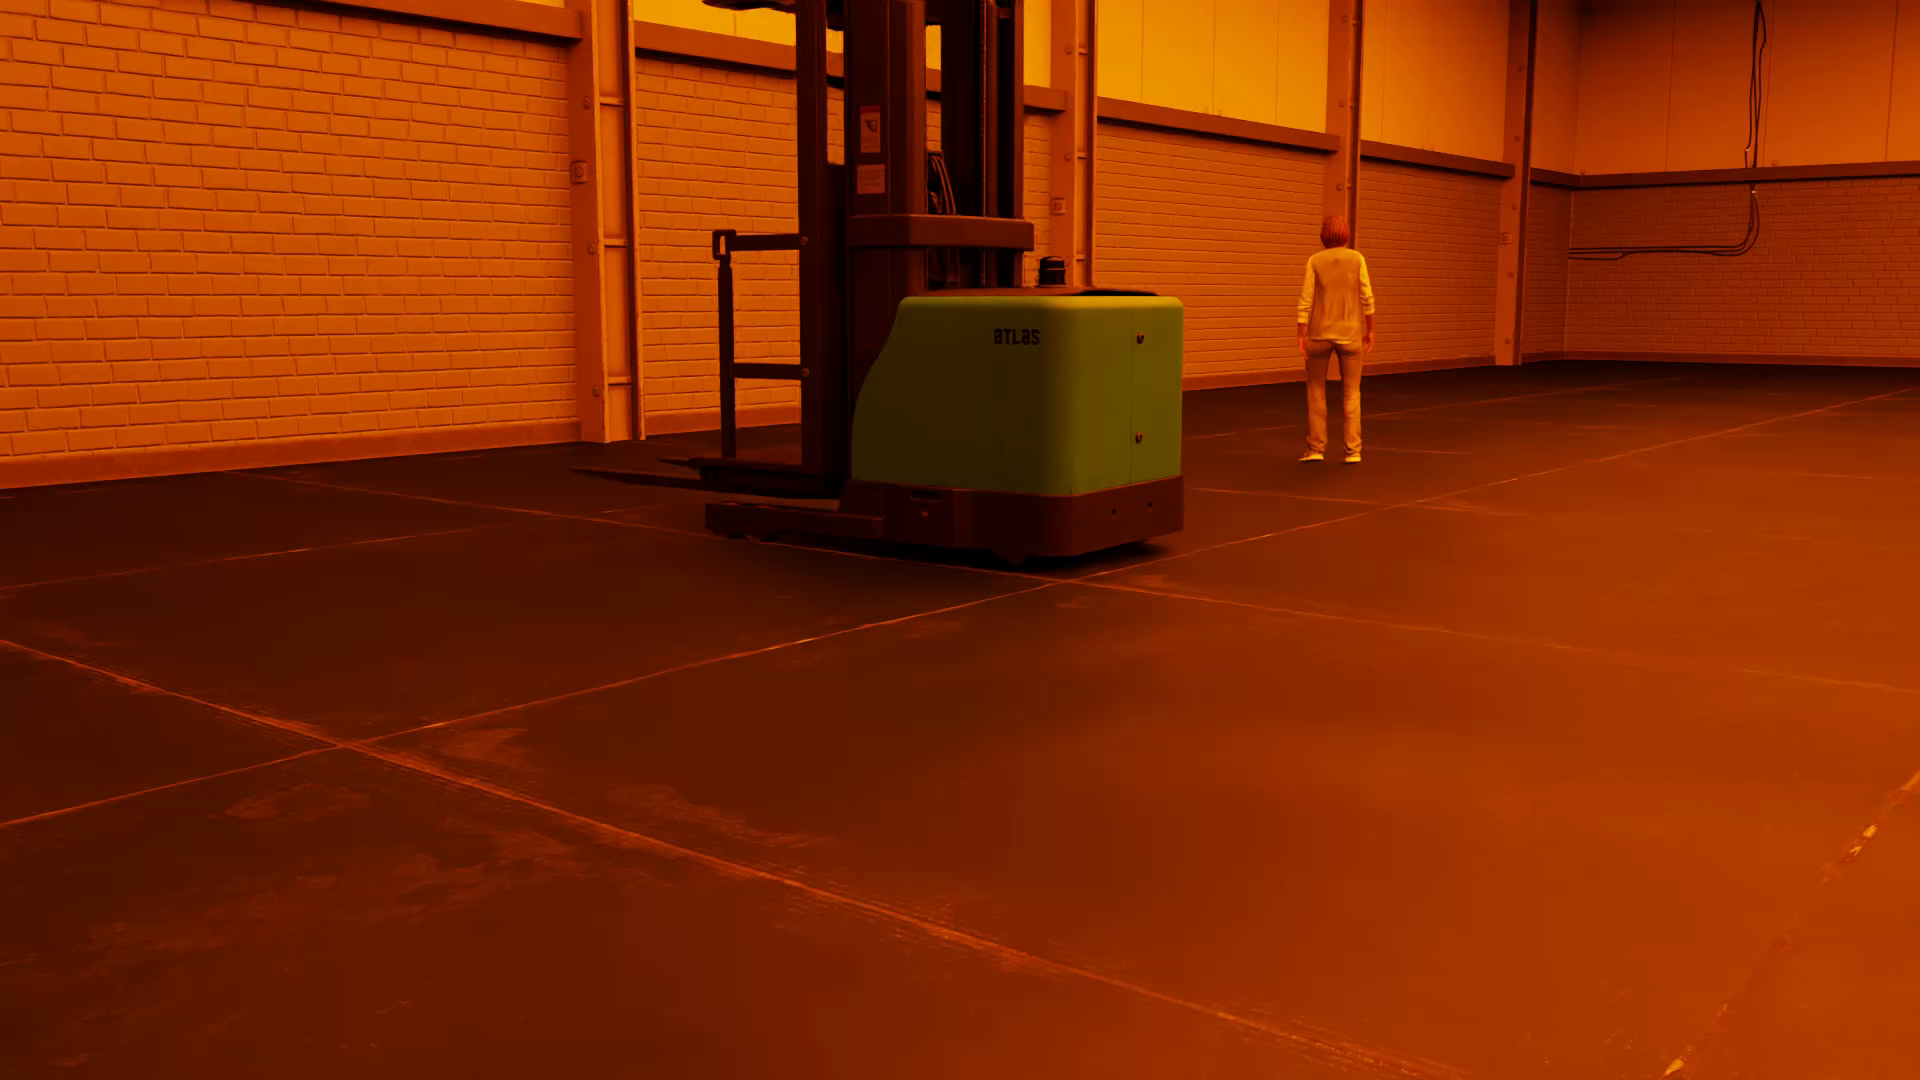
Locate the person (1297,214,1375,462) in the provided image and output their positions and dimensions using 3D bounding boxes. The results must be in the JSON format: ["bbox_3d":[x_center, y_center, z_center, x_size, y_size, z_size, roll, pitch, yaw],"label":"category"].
[{"bbox_3d":[2.424,-1.289,10.769,0.494,1.617,0.410,1,8,10],"label":"person"}]

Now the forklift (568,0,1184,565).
[{"bbox_3d":[-0.529,-1.496,7.504,3.031,2.935,1.130,6,10,35],"label":"forklift"}]
